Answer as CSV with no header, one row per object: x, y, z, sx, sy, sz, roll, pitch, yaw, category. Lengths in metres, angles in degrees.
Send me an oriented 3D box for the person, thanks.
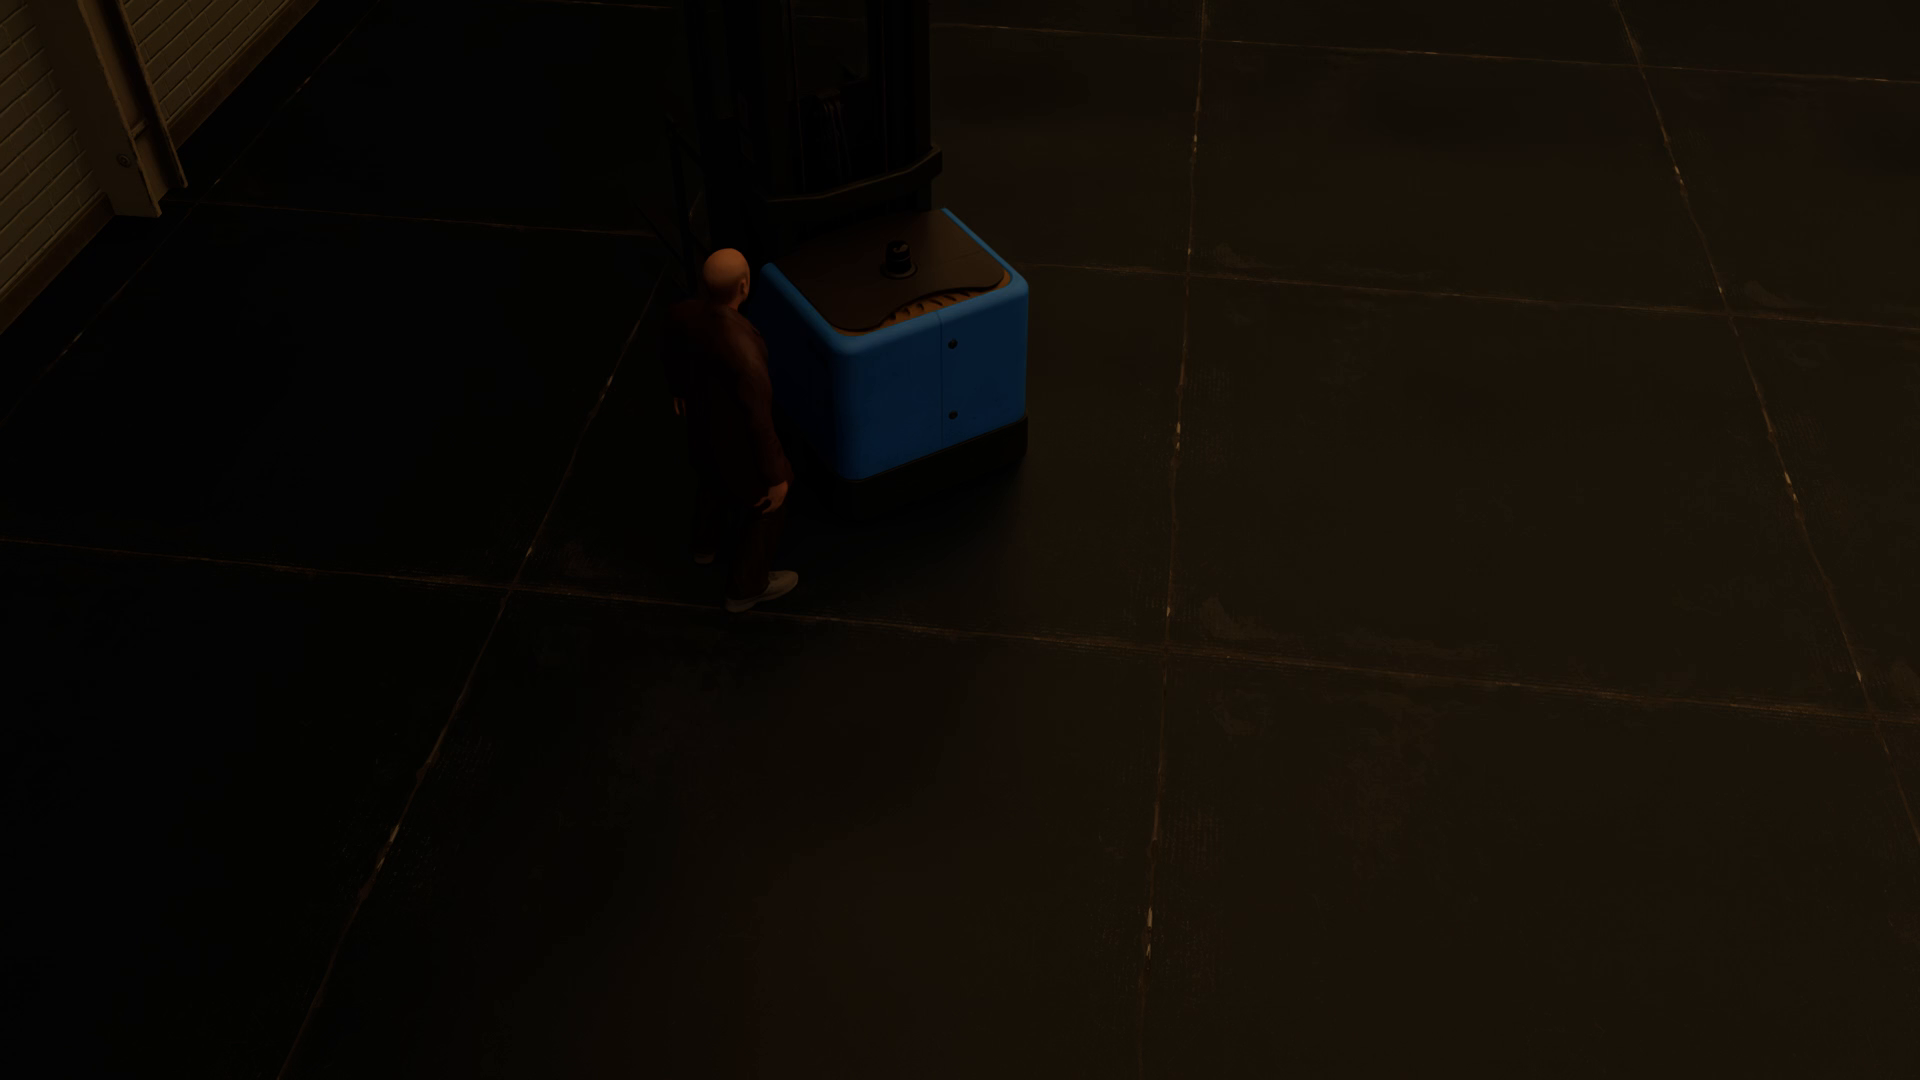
-0.980,-0.464,7.107,0.422,1.751,0.878,-34,52,-31,person

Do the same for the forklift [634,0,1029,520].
-0.852,-2.153,8.069,1.130,2.935,3.031,-22,47,-22,forklift
